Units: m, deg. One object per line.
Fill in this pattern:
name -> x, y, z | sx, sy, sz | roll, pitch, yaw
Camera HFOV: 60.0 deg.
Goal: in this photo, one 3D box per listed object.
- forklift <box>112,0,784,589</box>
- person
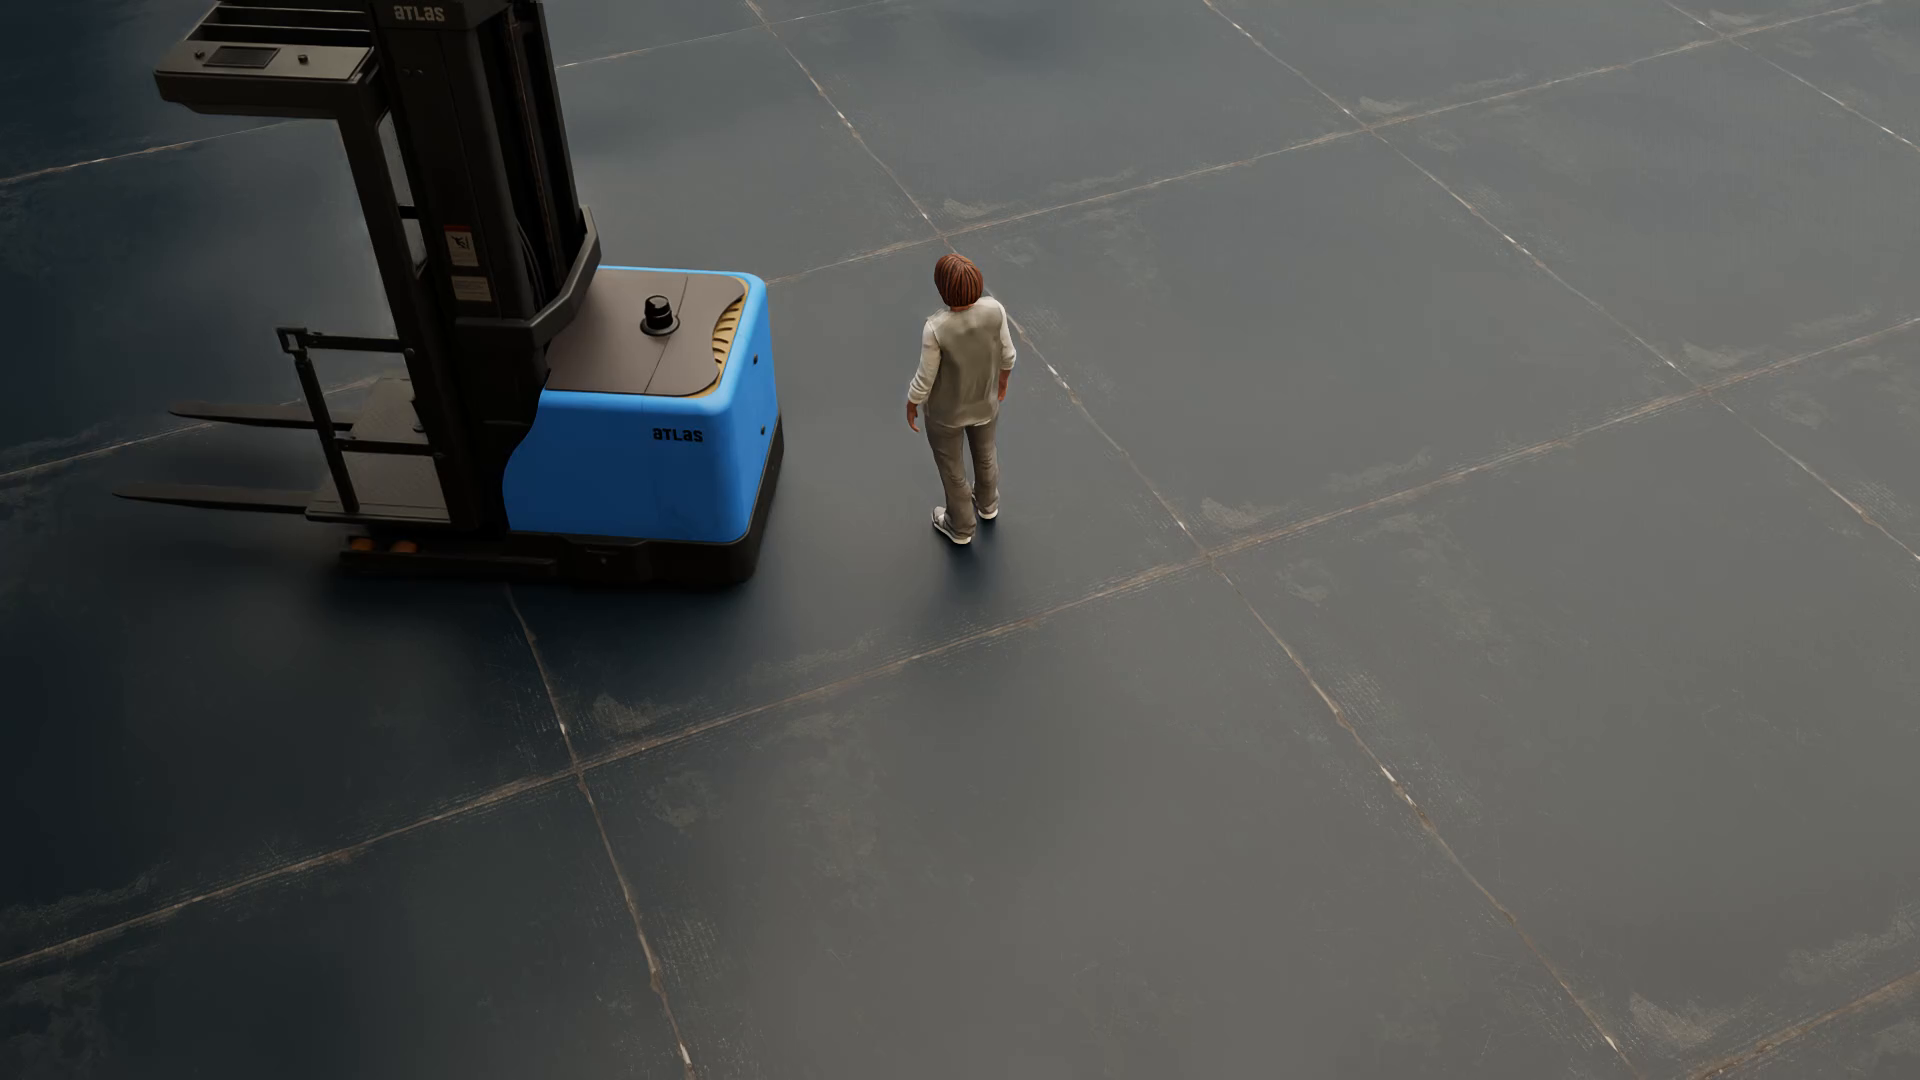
forklift -> -2.413, -1.262, 7.033 | 3.031, 2.935, 1.130 | 3, 43, 4
person -> -0.018, -0.639, 7.332 | 0.519, 1.598, 0.474 | -18, 46, -18
